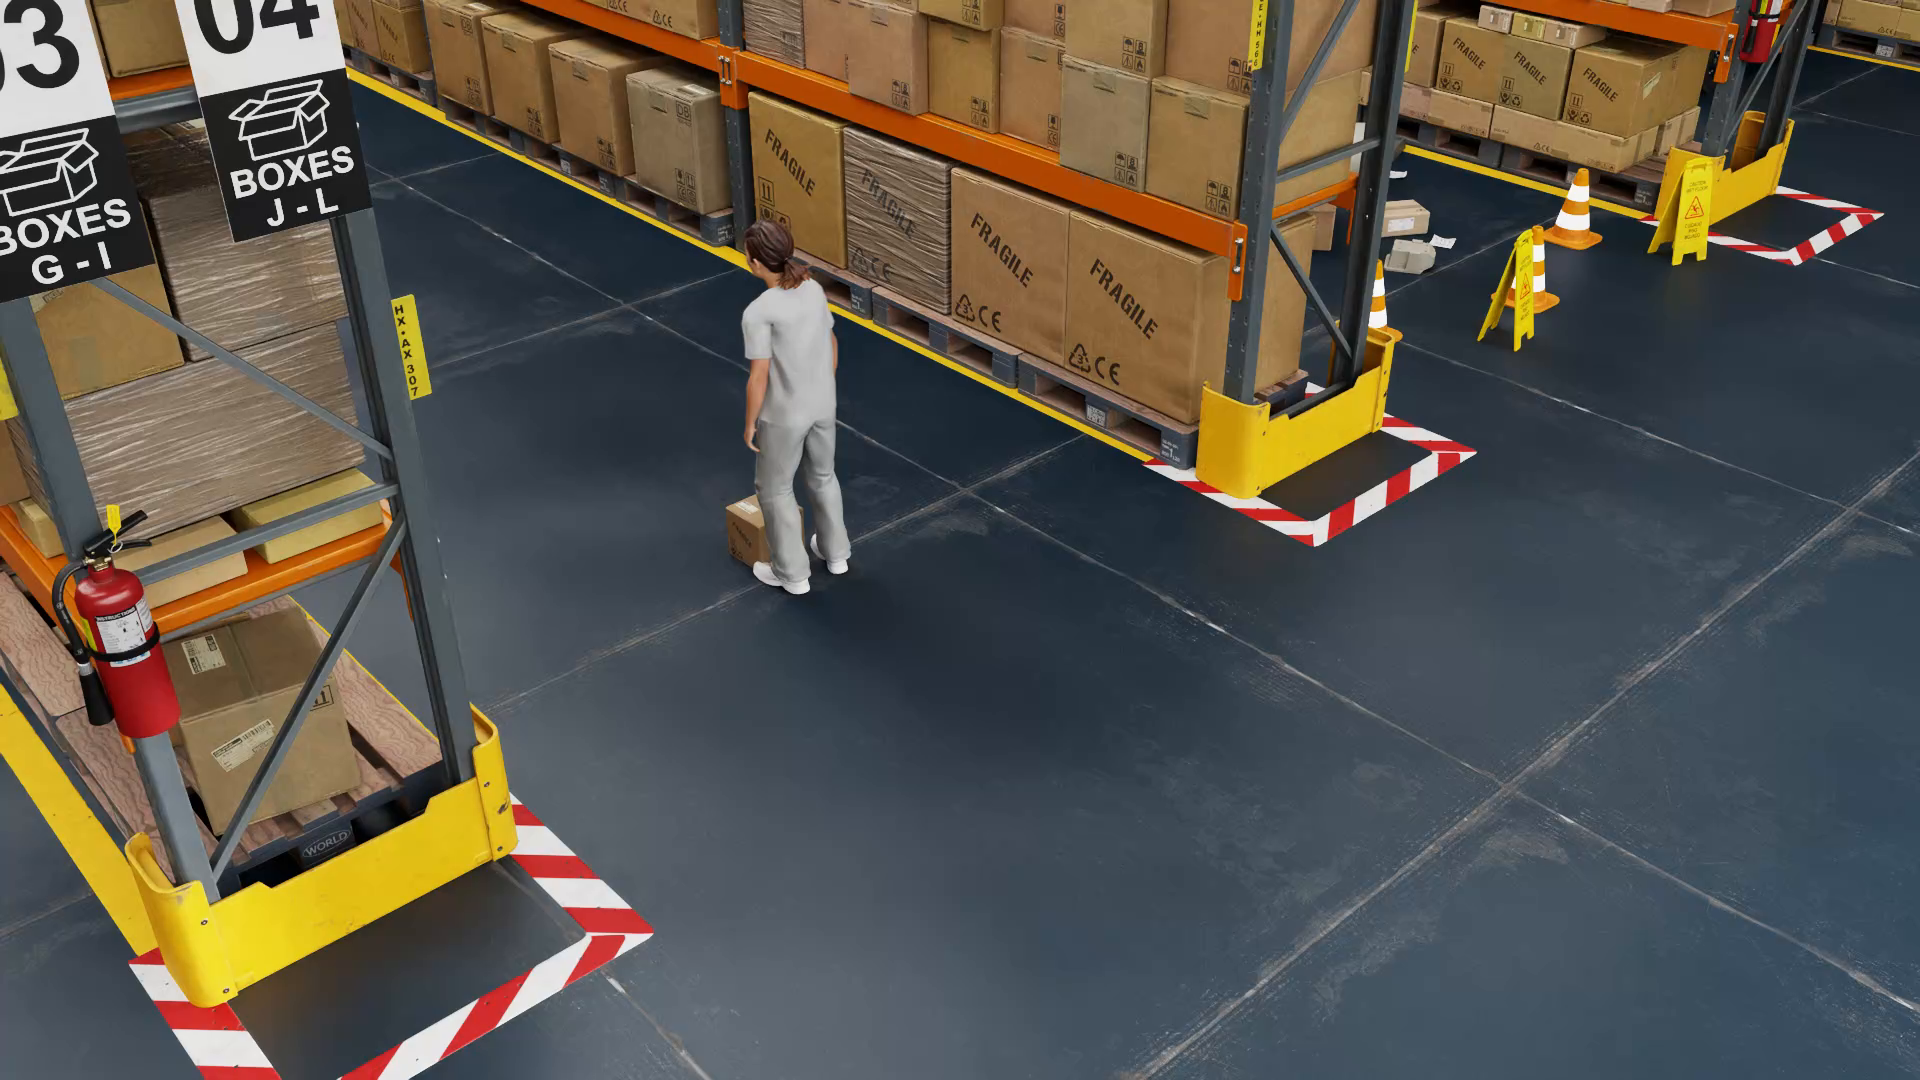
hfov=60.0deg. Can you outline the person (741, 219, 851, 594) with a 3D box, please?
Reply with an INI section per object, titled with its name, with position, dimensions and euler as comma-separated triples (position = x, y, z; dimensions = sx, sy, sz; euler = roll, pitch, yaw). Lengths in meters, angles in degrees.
[person]
position = -0.707, -0.549, 7.022
dimensions = 0.361, 1.671, 0.513
euler = 27, 41, 36
